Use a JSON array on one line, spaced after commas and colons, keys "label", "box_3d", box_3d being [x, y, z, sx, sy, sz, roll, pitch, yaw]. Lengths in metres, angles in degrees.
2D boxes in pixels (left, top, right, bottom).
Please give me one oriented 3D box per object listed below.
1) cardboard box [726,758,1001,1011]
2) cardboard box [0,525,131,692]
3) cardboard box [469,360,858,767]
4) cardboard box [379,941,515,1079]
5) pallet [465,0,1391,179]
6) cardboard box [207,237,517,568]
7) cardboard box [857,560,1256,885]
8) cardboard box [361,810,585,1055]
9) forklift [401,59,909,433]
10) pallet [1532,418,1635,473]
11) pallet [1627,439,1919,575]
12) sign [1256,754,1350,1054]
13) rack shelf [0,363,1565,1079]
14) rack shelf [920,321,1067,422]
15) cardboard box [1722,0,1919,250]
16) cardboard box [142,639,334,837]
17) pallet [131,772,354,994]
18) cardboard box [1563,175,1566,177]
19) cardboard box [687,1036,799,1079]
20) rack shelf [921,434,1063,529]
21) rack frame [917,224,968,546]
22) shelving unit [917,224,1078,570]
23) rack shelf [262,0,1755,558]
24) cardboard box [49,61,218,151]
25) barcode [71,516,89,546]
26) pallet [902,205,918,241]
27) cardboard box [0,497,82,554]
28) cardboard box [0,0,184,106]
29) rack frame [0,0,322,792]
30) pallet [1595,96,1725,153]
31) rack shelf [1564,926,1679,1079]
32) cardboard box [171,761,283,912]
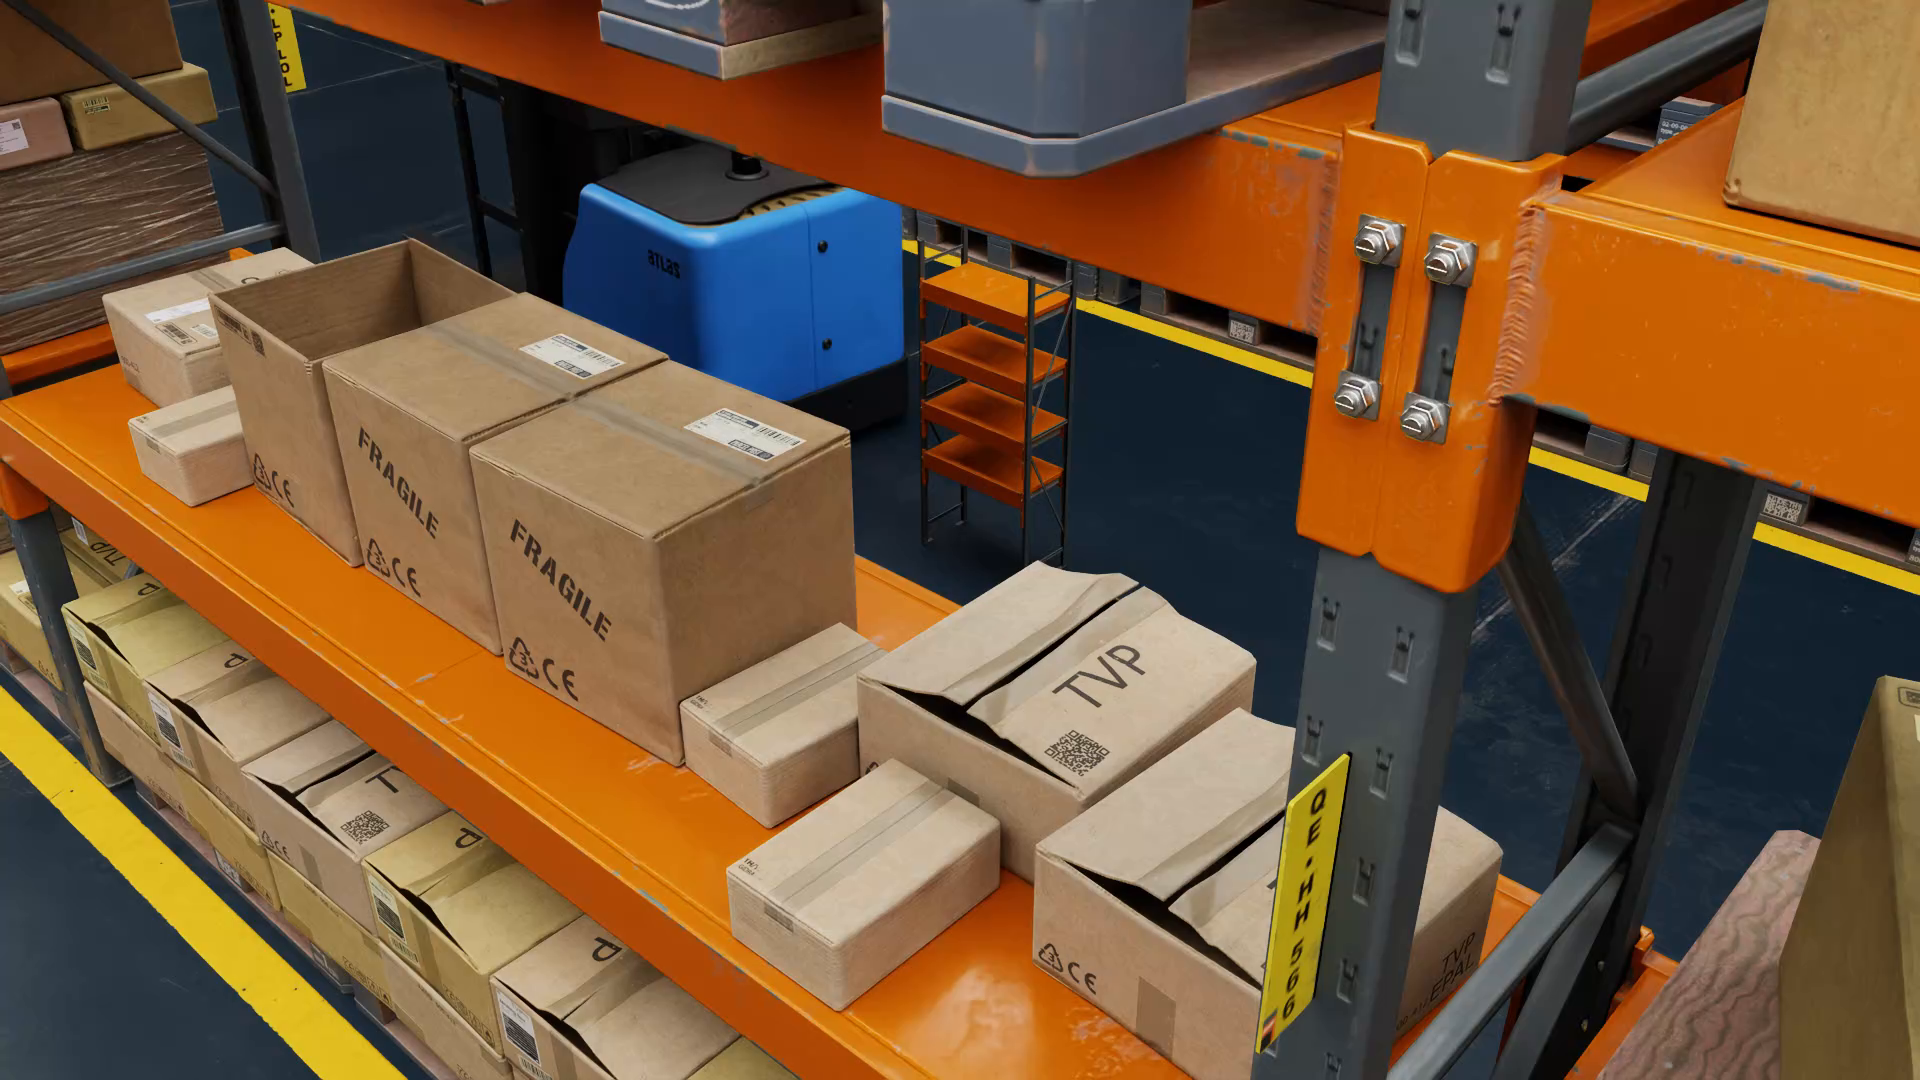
[{"label": "cardboard box", "box_3d": [-0.150, 0.544, 2.681, 0.250, 0.149, 0.380, 25, 39, 35]}, {"label": "cardboard box", "box_3d": [-2.754, 0.179, 5.303, 0.500, 0.250, 0.500, 25, 39, 35]}, {"label": "cardboard box", "box_3d": [-0.552, 0.025, 3.203, 0.500, 0.500, 0.500, 23, 38, 33]}, {"label": "cardboard box", "box_3d": [-0.990, 1.022, 3.902, 0.500, 0.250, 0.500, 26, 40, 36]}, {"label": "pallet", "box_3d": [0.139, -0.763, 1.883, 1.003, 0.211, 1.213, 27, 40, 37]}, {"label": "cardboard box", "box_3d": [-1.314, -0.331, 3.794, 0.500, 0.500, 0.500, -26, 40, -36]}, {"label": "cardboard box", "box_3d": [0.169, 0.297, 2.935, 0.500, 0.311, 0.500, 25, 39, 35]}, {"label": "cardboard box", "box_3d": [-0.983, 0.786, 3.752, 0.500, 0.311, 0.500, 26, 40, 36]}, {"label": "forklift", "box_3d": [-1.573, -2.162, 6.999, 1.130, 2.935, 3.031, -25, 39, -35]}, {"label": "pallet", "box_3d": [2.545, -0.752, 7.294, 1.213, 0.211, 1.003, 25, 39, 35]}, {"label": "pallet", "box_3d": [3.446, -0.330, 6.593, 1.213, 0.211, 1.003, 25, 39, 35]}, {"label": "sign", "box_3d": [0.333, 0.360, 1.622, 0.005, 0.325, 0.100, 25, 39, 35]}, {"label": "rack shelf", "box_3d": [-0.780, 0.258, 3.610, 4.000, 0.370, 1.077, 25, 39, 35]}, {"label": "rack shelf", "box_3d": [0.123, -0.591, 5.765, 0.480, 0.148, 0.258, 25, 39, 35]}, {"label": "cardboard box", "box_3d": [1.049, -0.548, 1.246, 0.500, 0.500, 0.910, 25, 39, 35]}, {"label": "cardboard box", "box_3d": [-1.756, 0.429, 4.344, 0.500, 0.311, 0.500, 25, 39, 35]}, {"label": "pallet", "box_3d": [-1.691, 0.693, 4.895, 1.213, 0.211, 1.003, 25, 39, 35]}, {"label": "cardboard box", "box_3d": [2.332, -1.498, 7.101, 0.500, 0.250, 0.500, 24, 38, 34]}, {"label": "cardboard box", "box_3d": [-0.241, 1.136, 3.170, 0.500, 0.311, 0.500, 24, 39, 34]}, {"label": "rack shelf", "box_3d": [0.123, -0.229, 5.982, 0.480, 0.148, 0.258, 25, 39, 35]}, {"label": "rack frame", "box_3d": [-0.058, -0.541, 5.986, 0.015, 1.200, 0.240, 25, 39, 35]}, {"label": "shelving unit", "box_3d": [0.123, -0.457, 5.845, 0.503, 1.200, 0.258, 25, 39, 35]}, {"label": "rack shelf", "box_3d": [-0.780, -1.027, 2.836, 4.000, 0.370, 1.077, 25, 39, 35]}, {"label": "cardboard box", "box_3d": [-2.332, -1.230, 4.659, 0.250, 0.149, 0.380, 25, 39, 35]}, {"label": "barcode", "box_3d": [-2.353, -0.023, 4.447, 0.075, 0.075, 0.001, 25, 39, 35]}, {"label": "pallet", "box_3d": [-0.372, -2.084, 9.507, 1.213, 0.211, 1.003, 25, 39, 35]}, {"label": "cardboard box", "box_3d": [-3.116, -0.320, 5.404, 0.500, 0.500, 0.500, 25, 39, 35]}, {"label": "cardboard box", "box_3d": [-2.596, -1.492, 4.465, 0.500, 0.500, 0.700, 25, 39, 35]}, {"label": "rack frame", "box_3d": [-2.263, -0.742, 4.574, 0.127, 3.000, 1.000, 25, 39, 35]}, {"label": "pallet", "box_3d": [2.529, -1.840, 6.585, 1.213, 0.211, 1.003, 25, 39, 35]}, {"label": "rack shelf", "box_3d": [2.186, 1.643, 1.310, 4.000, 0.370, 1.077, 25, 39, 35]}, {"label": "cardboard box", "box_3d": [-1.752, 0.668, 4.491, 0.500, 0.250, 0.500, 26, 40, 36]}]
